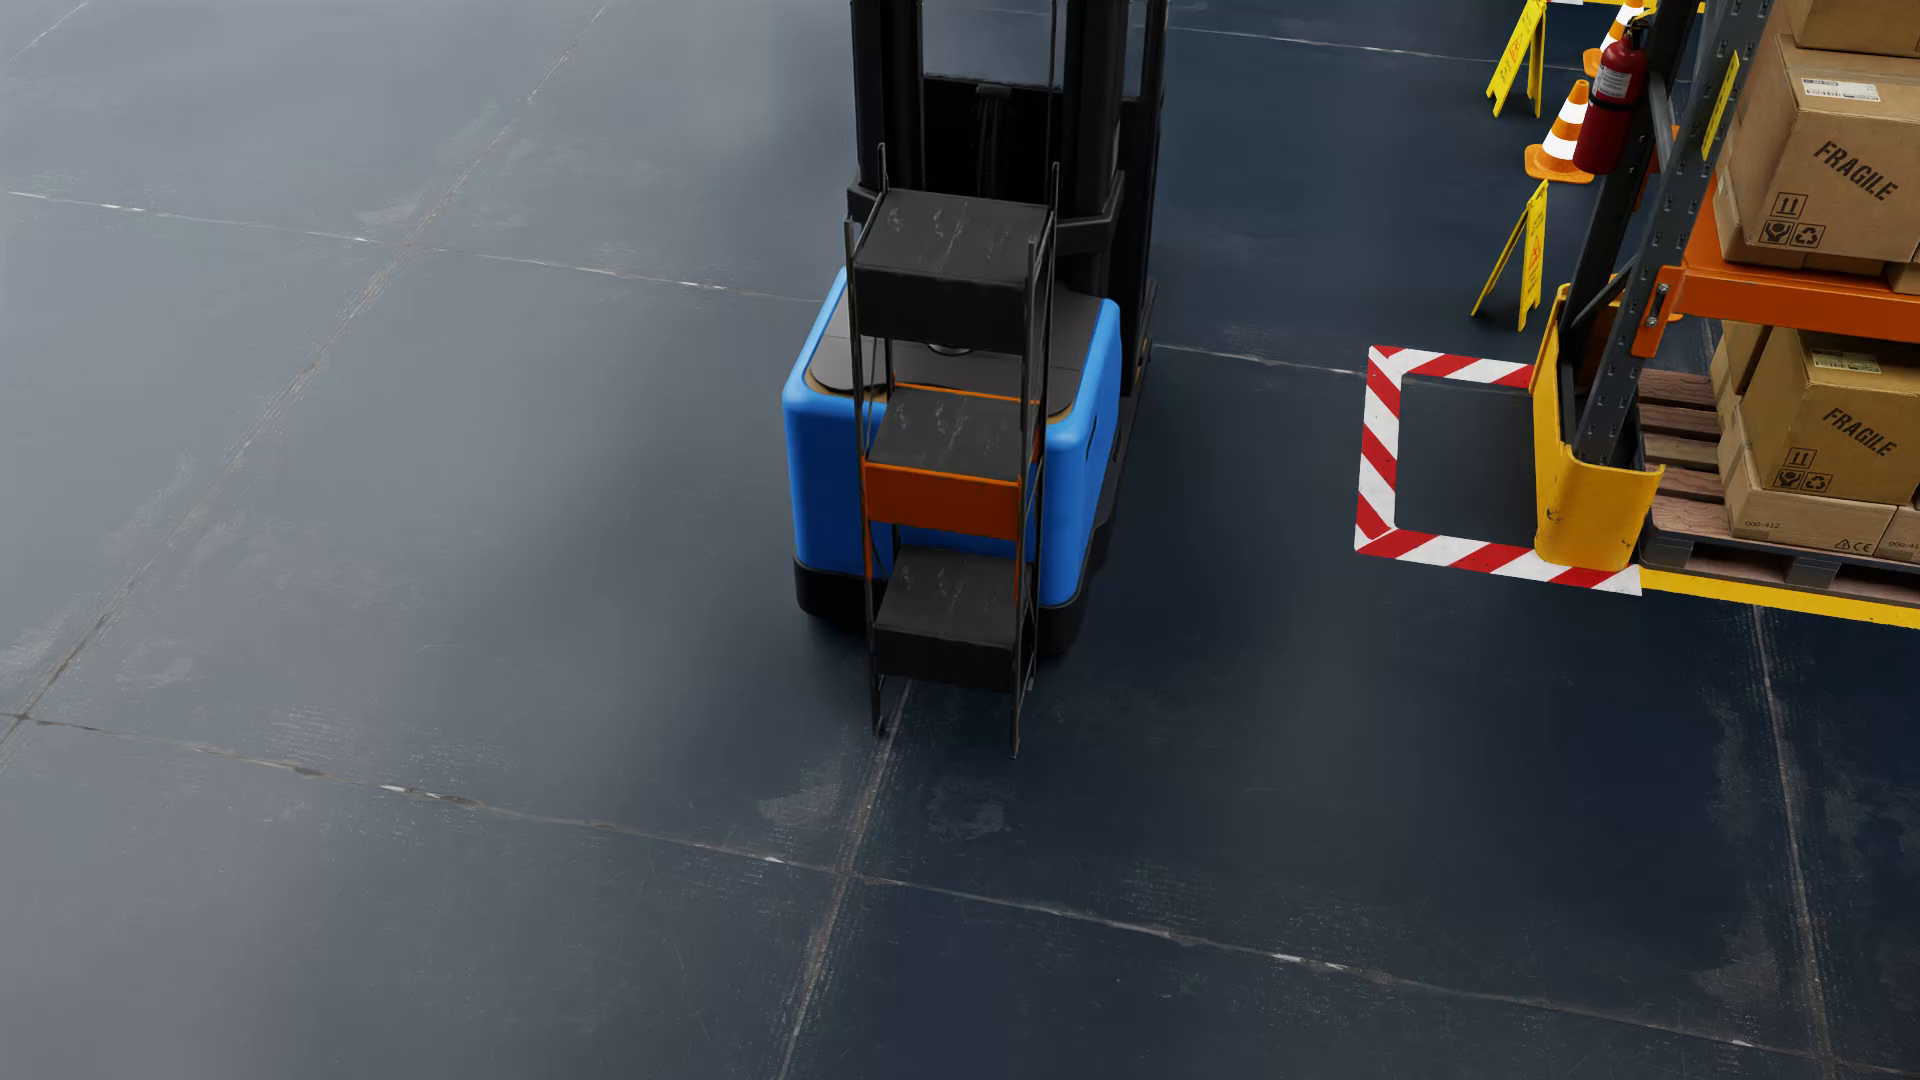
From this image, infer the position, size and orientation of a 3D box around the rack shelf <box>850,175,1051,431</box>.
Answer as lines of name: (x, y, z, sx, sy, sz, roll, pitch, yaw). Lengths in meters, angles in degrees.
rack shelf: (-0.016, -0.667, 4.680, 0.480, 0.518, 0.431, 8, 45, 8)

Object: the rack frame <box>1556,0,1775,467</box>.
rack frame: (2.439, -1.380, 5.762, 0.127, 3.000, 1.000, 9, 45, 9)

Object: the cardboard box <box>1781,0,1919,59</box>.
cardboard box: (2.985, -1.954, 5.350, 0.500, 0.500, 0.700, 8, 44, 8)

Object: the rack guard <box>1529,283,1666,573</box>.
rack guard: (2.513, -0.468, 6.617, 0.348, 0.500, 1.175, 9, 45, 9)

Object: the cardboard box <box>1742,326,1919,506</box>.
cardboard box: (3.189, -0.499, 5.985, 0.500, 0.500, 0.500, 7, 44, 8)

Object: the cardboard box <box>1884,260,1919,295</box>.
cardboard box: (3.216, -0.975, 5.521, 0.250, 0.149, 0.380, 8, 44, 8)

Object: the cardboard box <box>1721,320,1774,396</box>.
cardboard box: (3.278, -0.866, 6.367, 0.500, 0.500, 0.500, 9, 45, 9)

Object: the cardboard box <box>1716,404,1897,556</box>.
cardboard box: (3.166, -0.232, 6.248, 0.500, 0.250, 0.500, 8, 45, 9)

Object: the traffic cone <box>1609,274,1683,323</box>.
traffic cone: (3.140, -1.274, 7.481, 0.334, 0.463, 0.336, 9, 45, 9)

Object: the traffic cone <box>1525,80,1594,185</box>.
traffic cone: (3.051, -2.077, 8.315, 0.334, 0.463, 0.336, 9, 45, 9)

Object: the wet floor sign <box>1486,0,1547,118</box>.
wet floor sign: (2.961, -2.562, 8.687, 0.232, 0.644, 0.267, 2, 44, 2)

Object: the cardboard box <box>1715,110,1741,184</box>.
cardboard box: (2.851, -1.378, 5.941, 0.250, 0.149, 0.380, 10, 45, 10)

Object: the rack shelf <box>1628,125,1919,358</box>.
rack shelf: (4.391, -0.818, 5.697, 4.000, 0.370, 1.077, 9, 45, 9)

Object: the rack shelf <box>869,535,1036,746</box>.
rack shelf: (-0.016, 0.341, 5.651, 0.480, 0.518, 0.431, 8, 45, 8)

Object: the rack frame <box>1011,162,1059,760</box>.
rack frame: (0.223, -0.138, 5.121, 0.015, 2.100, 0.400, 8, 45, 8)

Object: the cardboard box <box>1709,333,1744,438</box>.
cardboard box: (3.310, -0.597, 6.628, 0.500, 0.250, 0.500, 9, 45, 9)

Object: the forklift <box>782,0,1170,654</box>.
forklift: (0.218, -1.683, 6.126, 1.130, 2.935, 3.031, 9, 45, 9)

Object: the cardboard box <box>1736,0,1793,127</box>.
cardboard box: (3.029, -1.628, 5.732, 0.500, 0.500, 0.500, 8, 44, 8)

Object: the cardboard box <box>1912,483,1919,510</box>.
cardboard box: (3.700, -0.422, 5.906, 0.500, 0.500, 0.500, 7, 44, 8)

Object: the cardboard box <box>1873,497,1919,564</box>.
cardboard box: (3.662, -0.149, 6.163, 0.500, 0.250, 0.500, 10, 45, 11)

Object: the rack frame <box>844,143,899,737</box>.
rack frame: (-0.255, -0.207, 5.192, 0.015, 2.100, 0.400, 8, 45, 8)

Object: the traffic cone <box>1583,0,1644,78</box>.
traffic cone: (3.629, -2.790, 9.056, 0.334, 0.463, 0.336, 9, 45, 9)

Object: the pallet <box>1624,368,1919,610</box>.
pallet: (3.298, -0.217, 6.564, 1.213, 0.211, 1.003, 9, 45, 9)

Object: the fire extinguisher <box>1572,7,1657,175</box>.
fire extinguisher: (2.428, -1.682, 6.131, 0.183, 0.674, 0.296, 9, 45, 9)

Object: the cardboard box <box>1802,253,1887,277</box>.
cardboard box: (2.975, -1.070, 5.620, 0.250, 0.149, 0.380, 9, 45, 10)

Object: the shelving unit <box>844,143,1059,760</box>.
shelving unit: (-0.016, -0.173, 5.156, 0.503, 2.100, 0.431, 8, 45, 8)

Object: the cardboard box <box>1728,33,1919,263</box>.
cardboard box: (2.841, -1.264, 5.355, 0.500, 0.500, 0.500, 8, 45, 8)

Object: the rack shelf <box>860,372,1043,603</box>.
rack shelf: (-0.016, -0.163, 5.166, 0.480, 0.518, 0.431, 8, 45, 8)

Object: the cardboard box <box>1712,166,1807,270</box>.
cardboard box: (2.725, -1.098, 5.650, 0.250, 0.149, 0.380, 9, 45, 9)

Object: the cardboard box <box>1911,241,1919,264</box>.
cardboard box: (3.347, -1.188, 5.275, 0.500, 0.500, 0.500, 10, 45, 10)

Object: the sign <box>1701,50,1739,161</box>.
sign: (2.321, -1.325, 5.080, 0.005, 0.325, 0.100, 9, 45, 9)

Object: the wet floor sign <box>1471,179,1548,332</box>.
wet floor sign: (2.487, -1.285, 7.361, 0.232, 0.644, 0.267, 24, 49, 23)
